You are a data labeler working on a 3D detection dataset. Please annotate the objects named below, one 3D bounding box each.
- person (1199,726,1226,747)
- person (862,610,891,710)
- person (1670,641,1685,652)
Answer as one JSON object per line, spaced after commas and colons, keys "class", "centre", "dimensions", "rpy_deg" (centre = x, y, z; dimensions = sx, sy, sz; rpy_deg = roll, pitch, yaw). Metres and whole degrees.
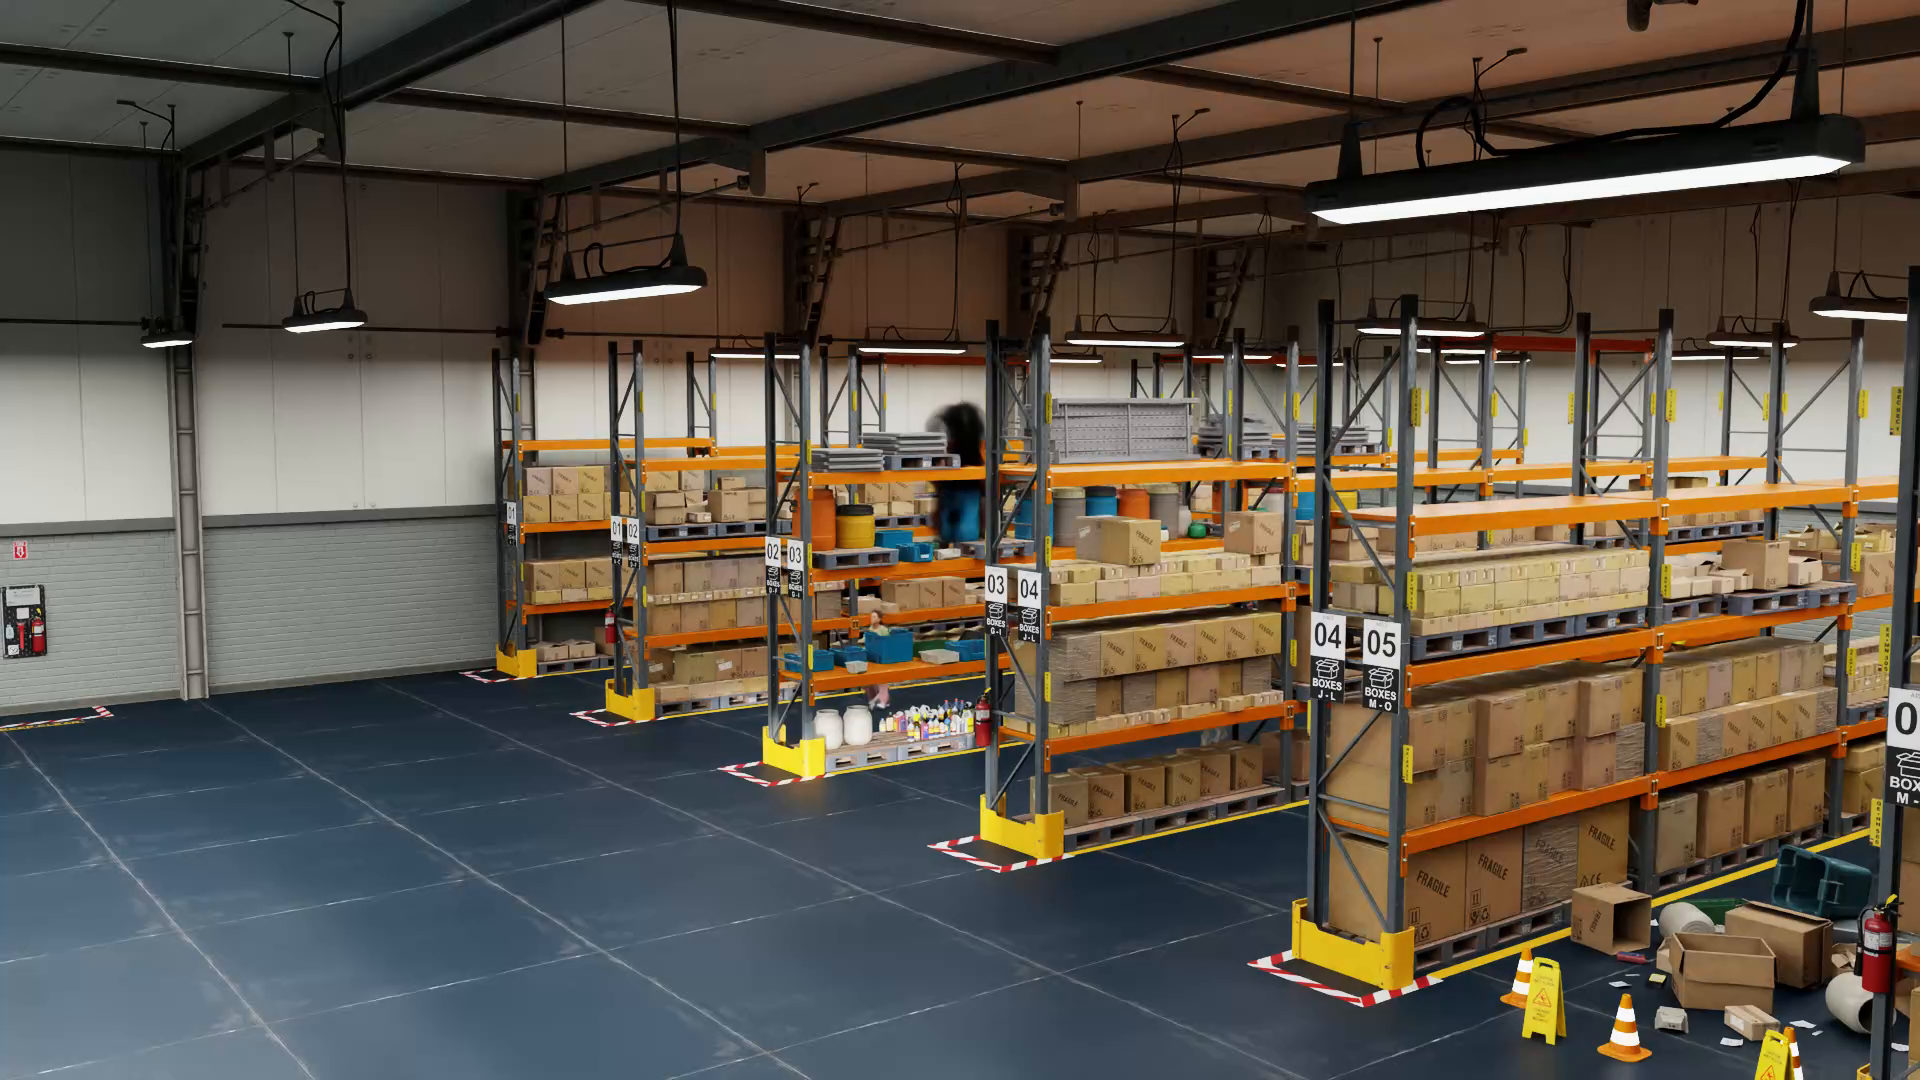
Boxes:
{"class": "person", "centre": [3.644, 2.197, 24.207], "dimensions": [0.830, 1.746, 0.587], "rpy_deg": [-4, 7, -41]}
{"class": "person", "centre": [-1.356, 1.960, 27.056], "dimensions": [0.564, 1.632, 0.640], "rpy_deg": [4, 6, 37]}
{"class": "person", "centre": [10.066, 2.229, 23.337], "dimensions": [0.866, 1.823, 0.684], "rpy_deg": [-4, 6, -38]}
